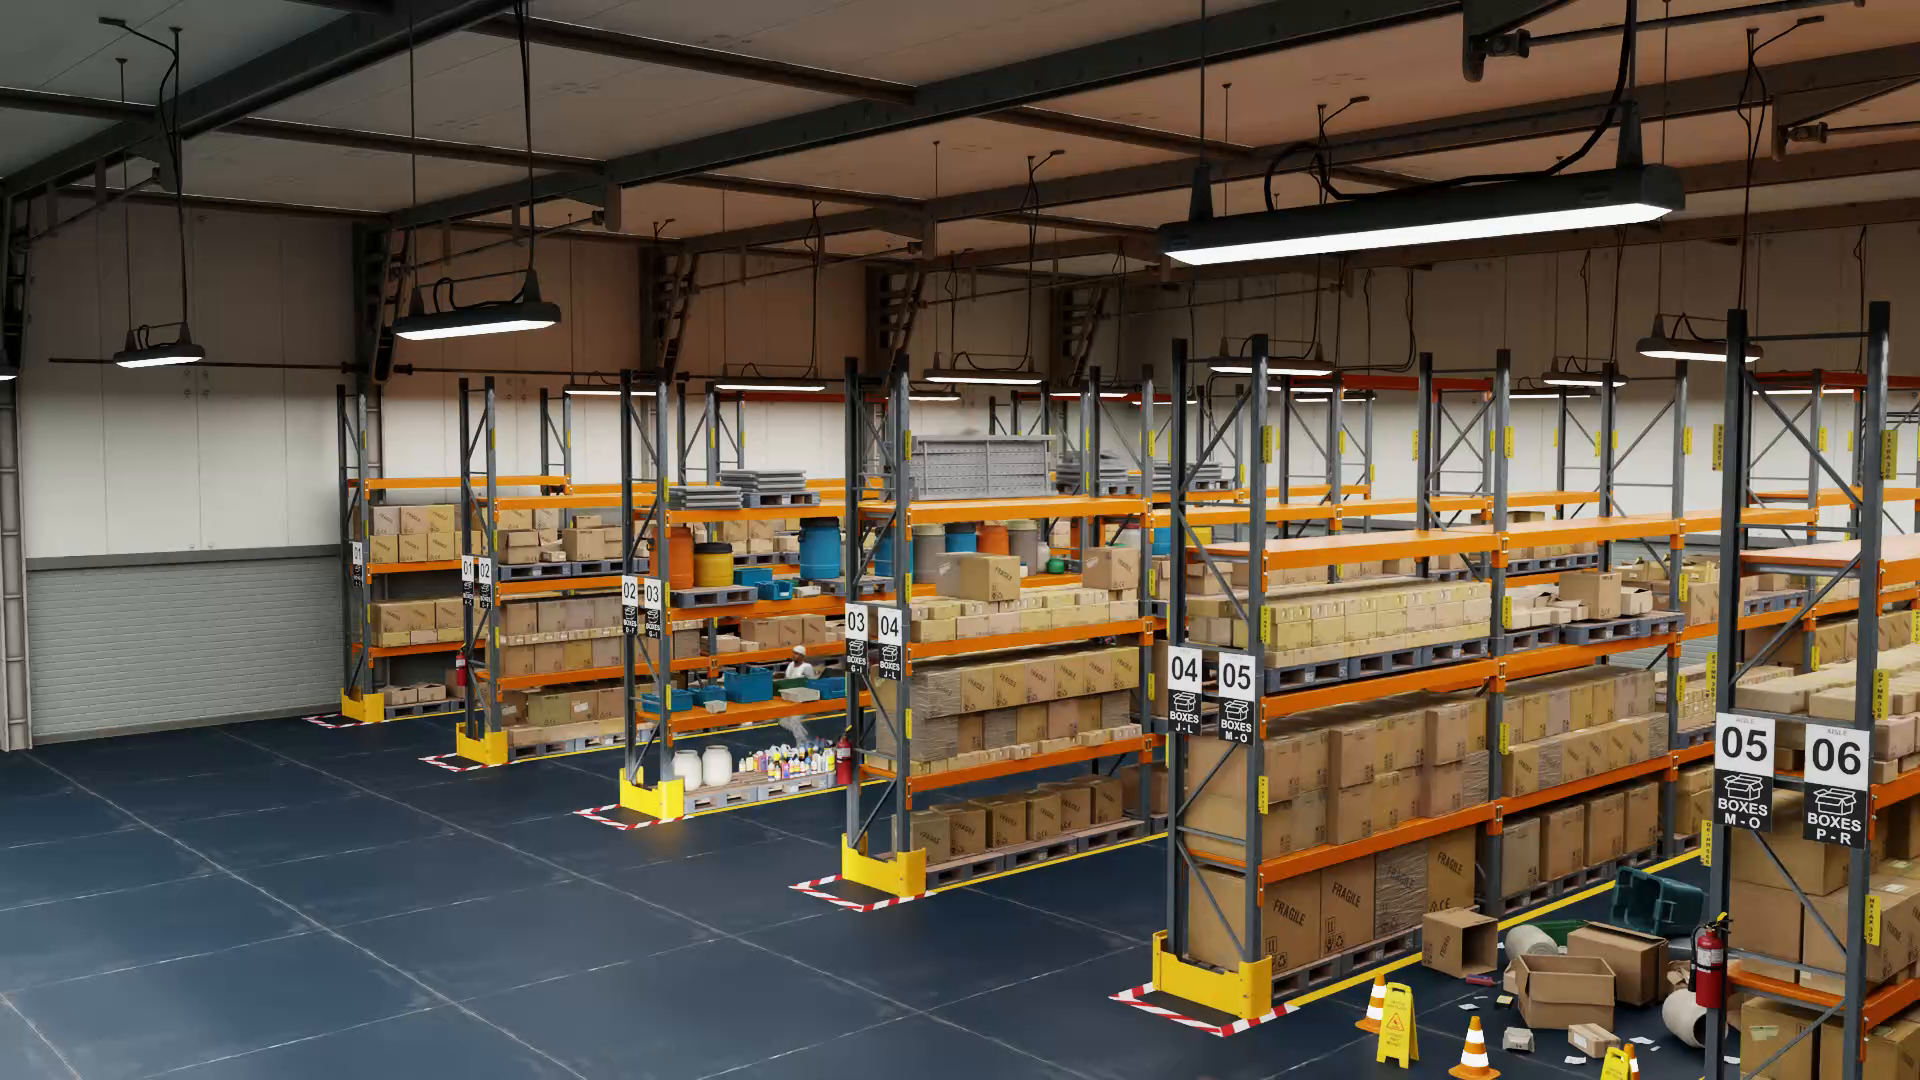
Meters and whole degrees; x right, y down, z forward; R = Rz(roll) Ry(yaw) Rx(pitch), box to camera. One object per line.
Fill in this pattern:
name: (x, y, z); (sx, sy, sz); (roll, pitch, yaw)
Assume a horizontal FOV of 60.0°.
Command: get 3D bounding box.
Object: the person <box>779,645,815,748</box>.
person: (-2.613, 2.549, 26.587); (0.678, 1.733, 0.611); (4, 5, 43)
